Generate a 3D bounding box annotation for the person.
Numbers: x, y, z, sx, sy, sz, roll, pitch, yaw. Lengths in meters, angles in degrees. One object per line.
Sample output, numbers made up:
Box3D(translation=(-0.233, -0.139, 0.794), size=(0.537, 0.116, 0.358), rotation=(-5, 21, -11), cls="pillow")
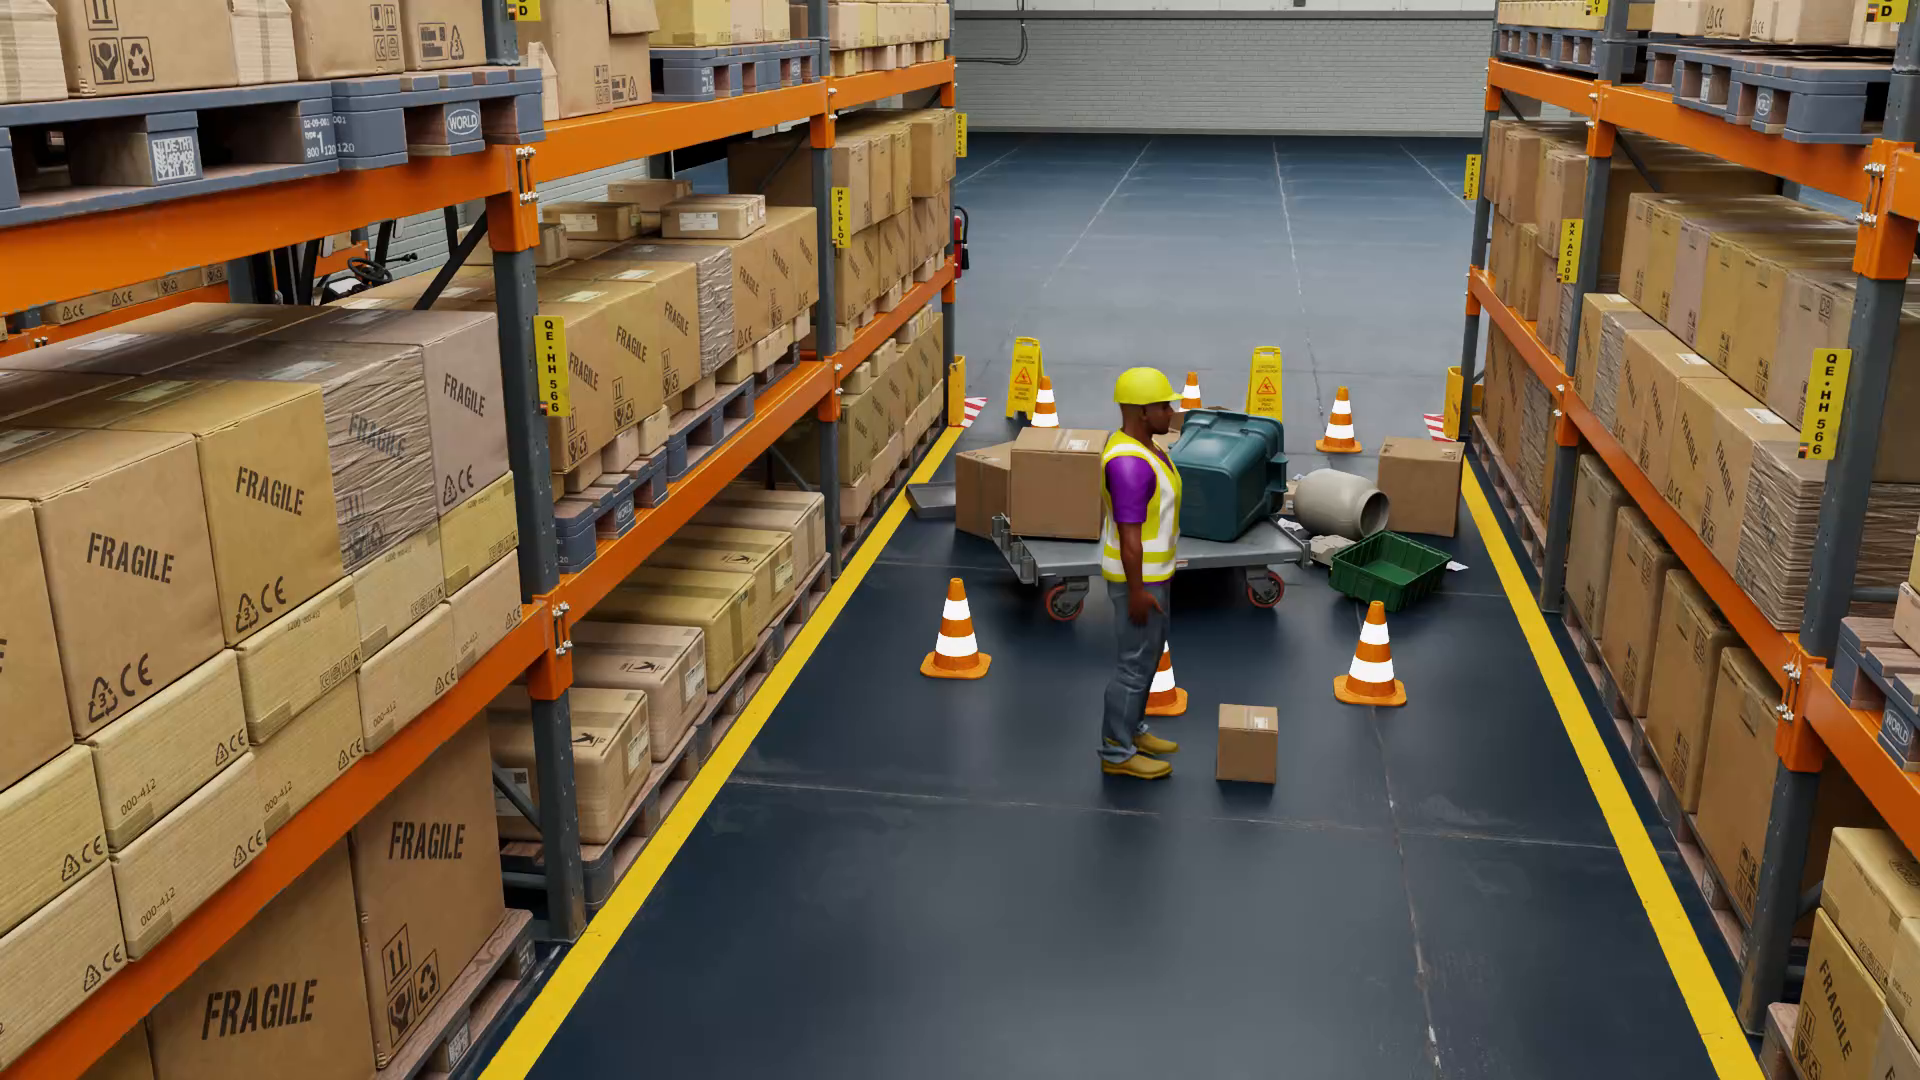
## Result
Box3D(translation=(0.775, 0.145, 7.086), size=(0.370, 1.776, 0.567), rotation=(3, 18, 9), cls="person")
